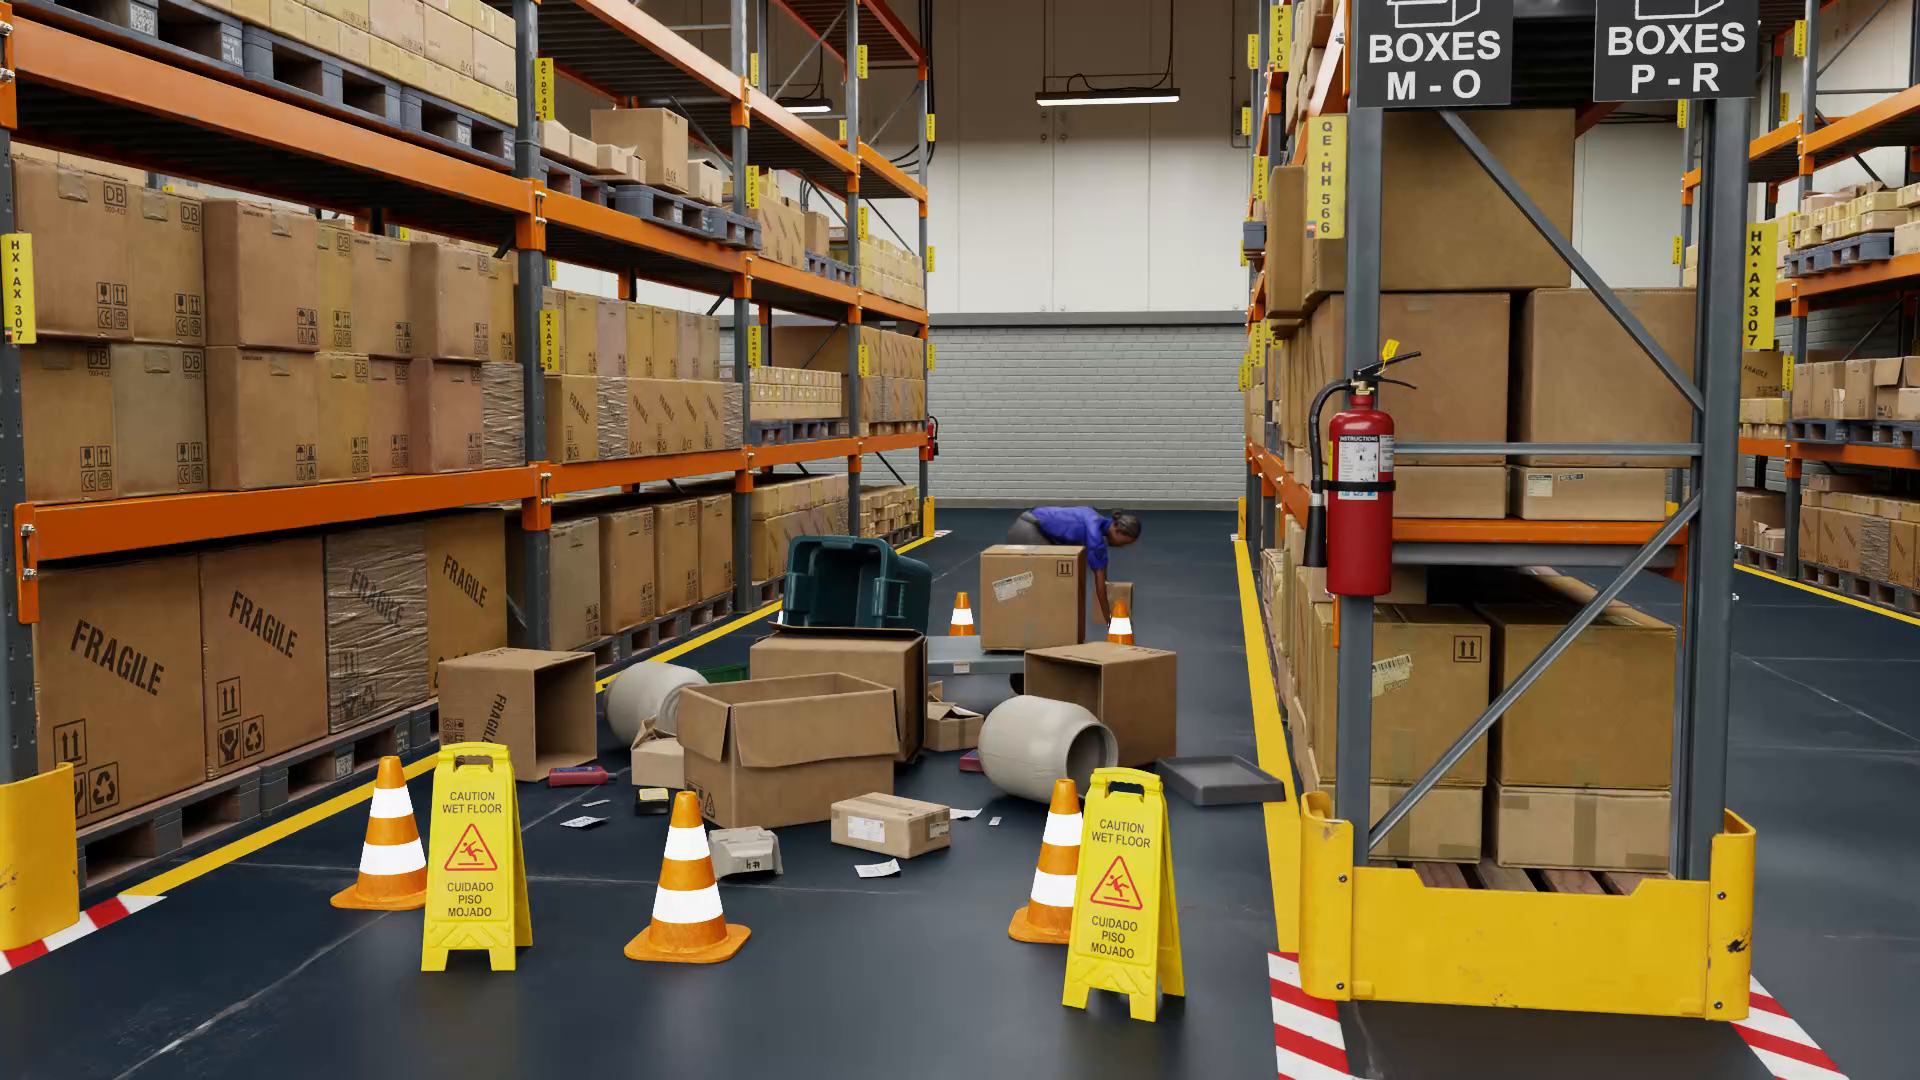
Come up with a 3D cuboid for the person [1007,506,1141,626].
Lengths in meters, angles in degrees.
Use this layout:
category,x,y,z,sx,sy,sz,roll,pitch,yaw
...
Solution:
category,x,y,z,sx,sy,sz,roll,pitch,yaw
person,0.756,0.263,11.012,0.878,0.965,0.445,0,5,6
